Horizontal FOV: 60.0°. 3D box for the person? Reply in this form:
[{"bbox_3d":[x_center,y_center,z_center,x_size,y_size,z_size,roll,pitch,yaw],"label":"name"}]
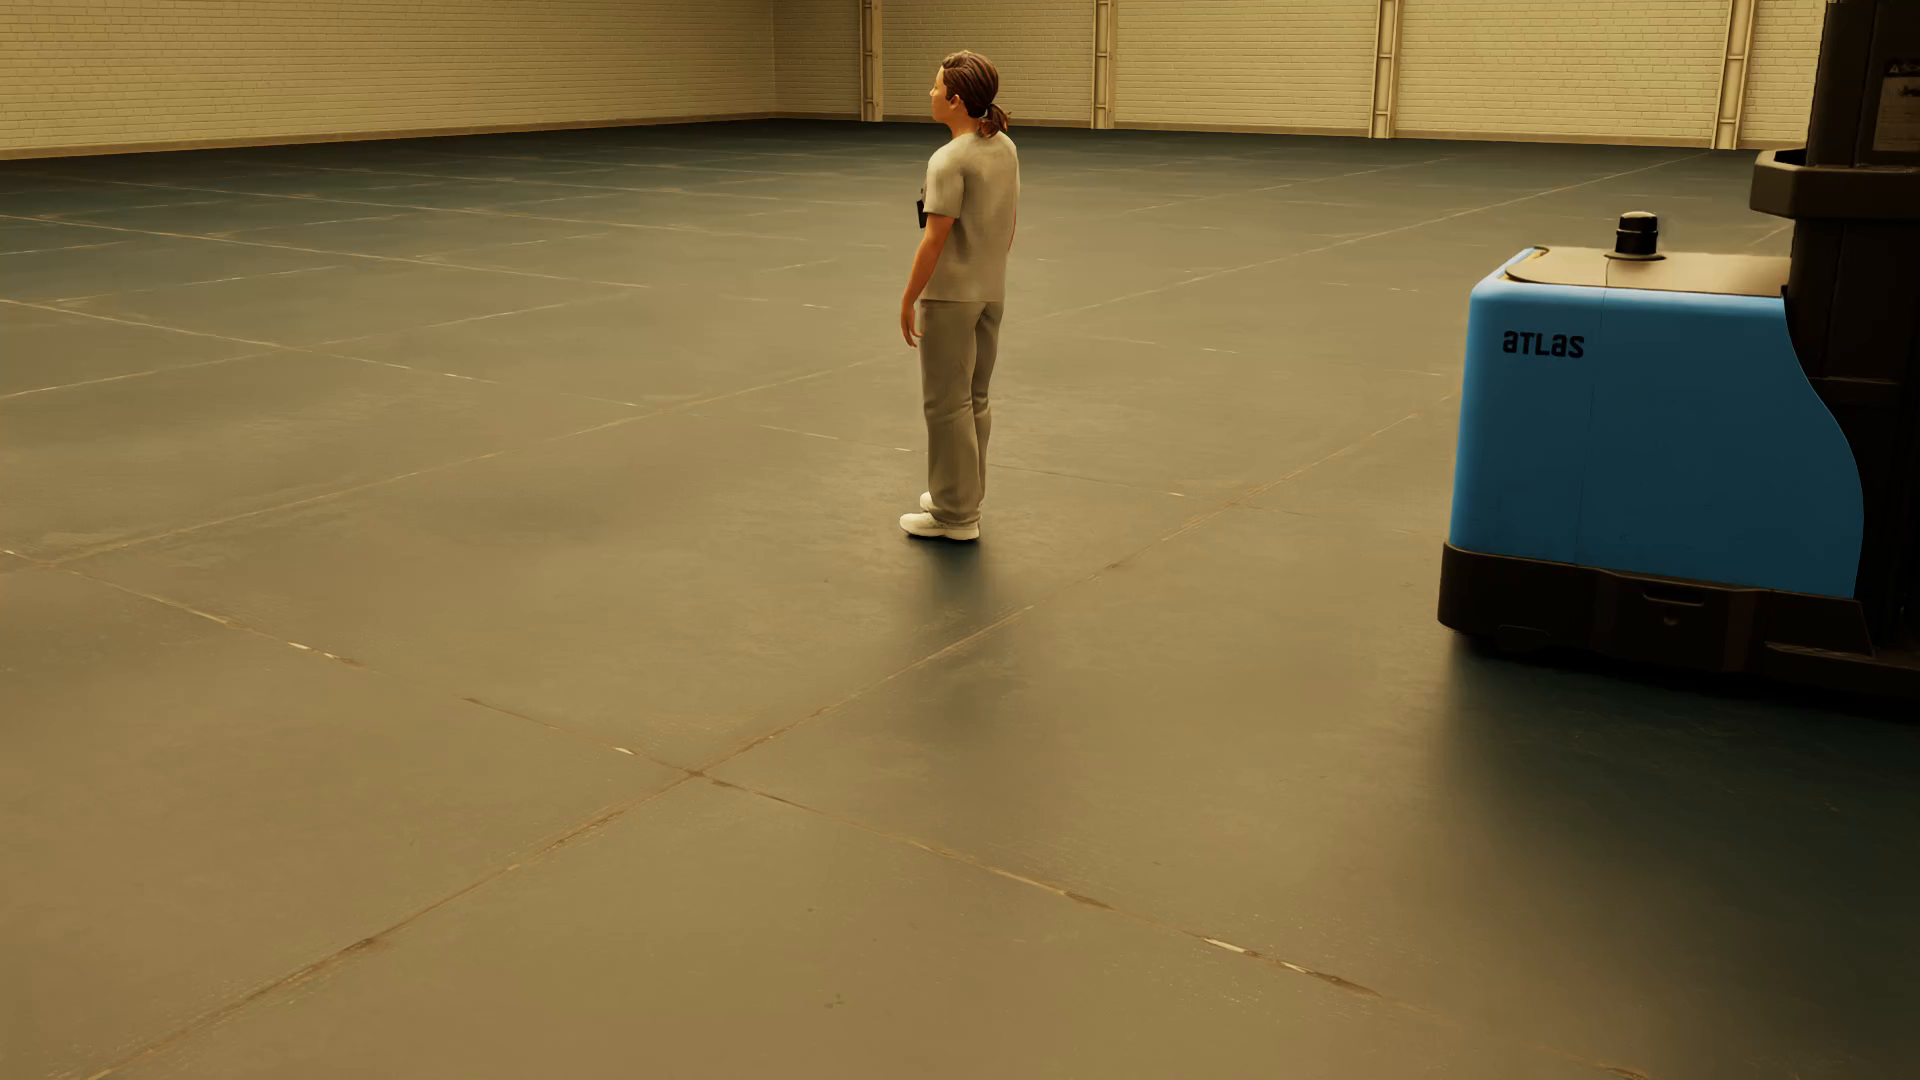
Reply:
[{"bbox_3d":[-0.053,-0.825,5.757,0.549,1.675,0.549,11,20,33],"label":"person"}]

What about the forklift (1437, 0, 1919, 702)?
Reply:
[{"bbox_3d":[2.964,-1.025,4.262,3.031,2.935,1.130,8,18,25],"label":"forklift"}]
